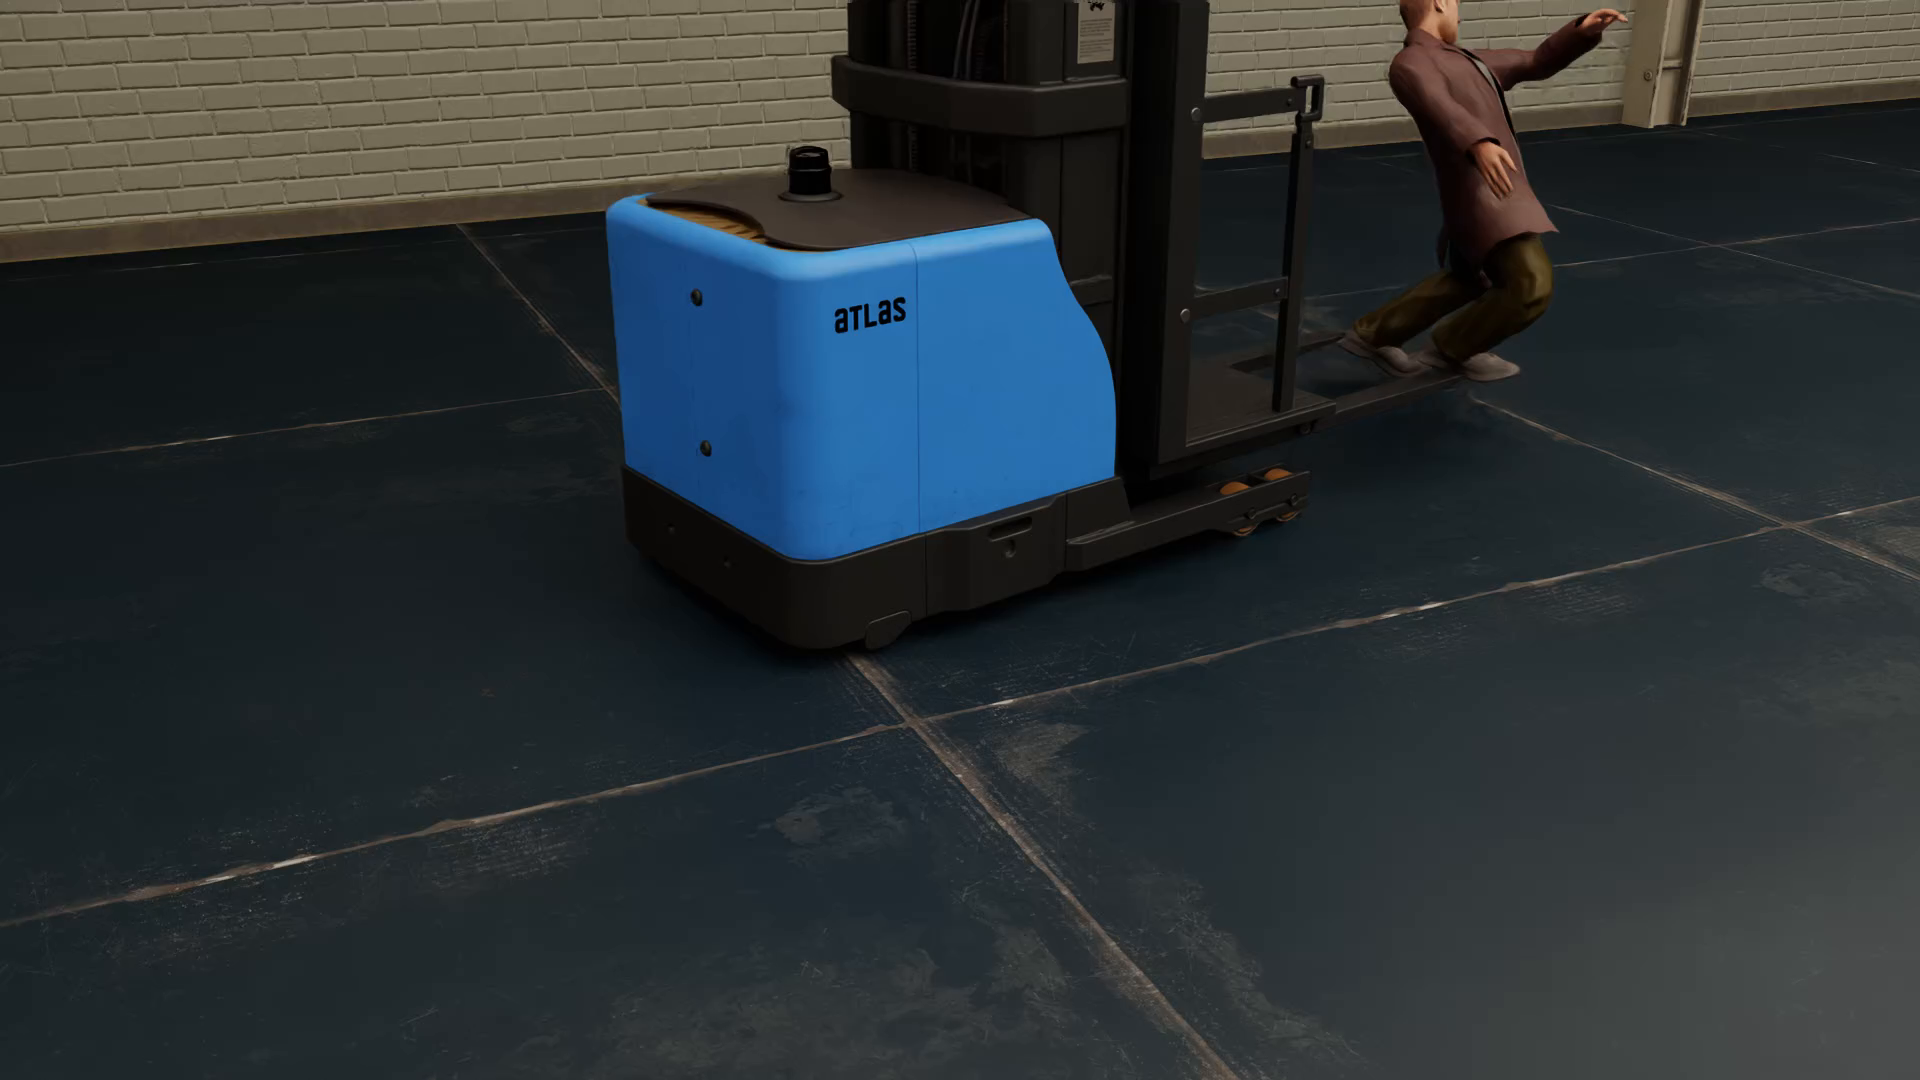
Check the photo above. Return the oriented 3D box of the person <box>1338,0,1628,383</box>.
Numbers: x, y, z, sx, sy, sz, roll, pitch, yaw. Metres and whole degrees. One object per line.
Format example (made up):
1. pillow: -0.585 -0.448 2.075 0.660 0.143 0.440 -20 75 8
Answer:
1. person: 1.789 -1.155 5.829 0.869 1.507 1.035 6 23 15

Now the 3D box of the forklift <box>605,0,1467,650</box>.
1. forklift: 0.480 -1.507 4.914 3.031 2.935 1.130 -17 28 -35
